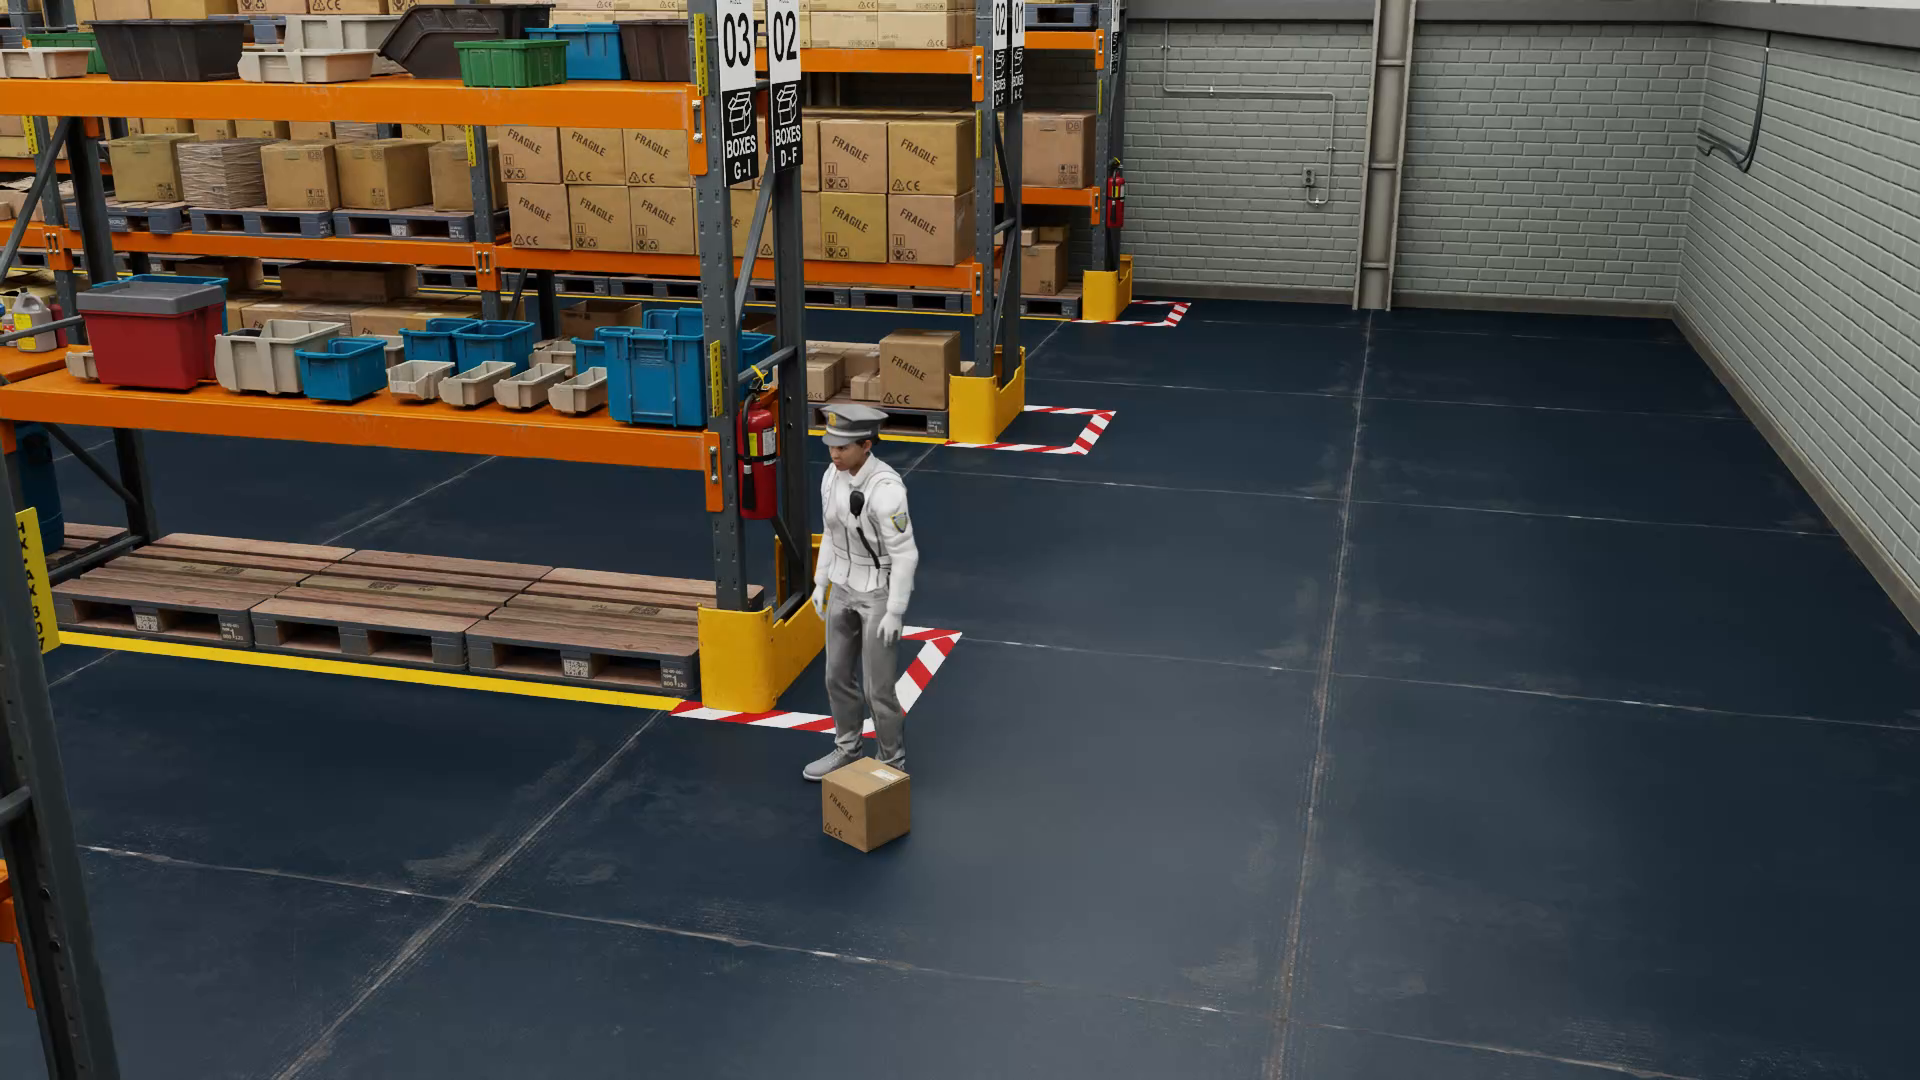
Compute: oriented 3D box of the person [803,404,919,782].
[{"bbox_3d":[-0.395,0.246,6.813,0.371,1.663,0.530,-17,25,-42],"label":"person"}]
